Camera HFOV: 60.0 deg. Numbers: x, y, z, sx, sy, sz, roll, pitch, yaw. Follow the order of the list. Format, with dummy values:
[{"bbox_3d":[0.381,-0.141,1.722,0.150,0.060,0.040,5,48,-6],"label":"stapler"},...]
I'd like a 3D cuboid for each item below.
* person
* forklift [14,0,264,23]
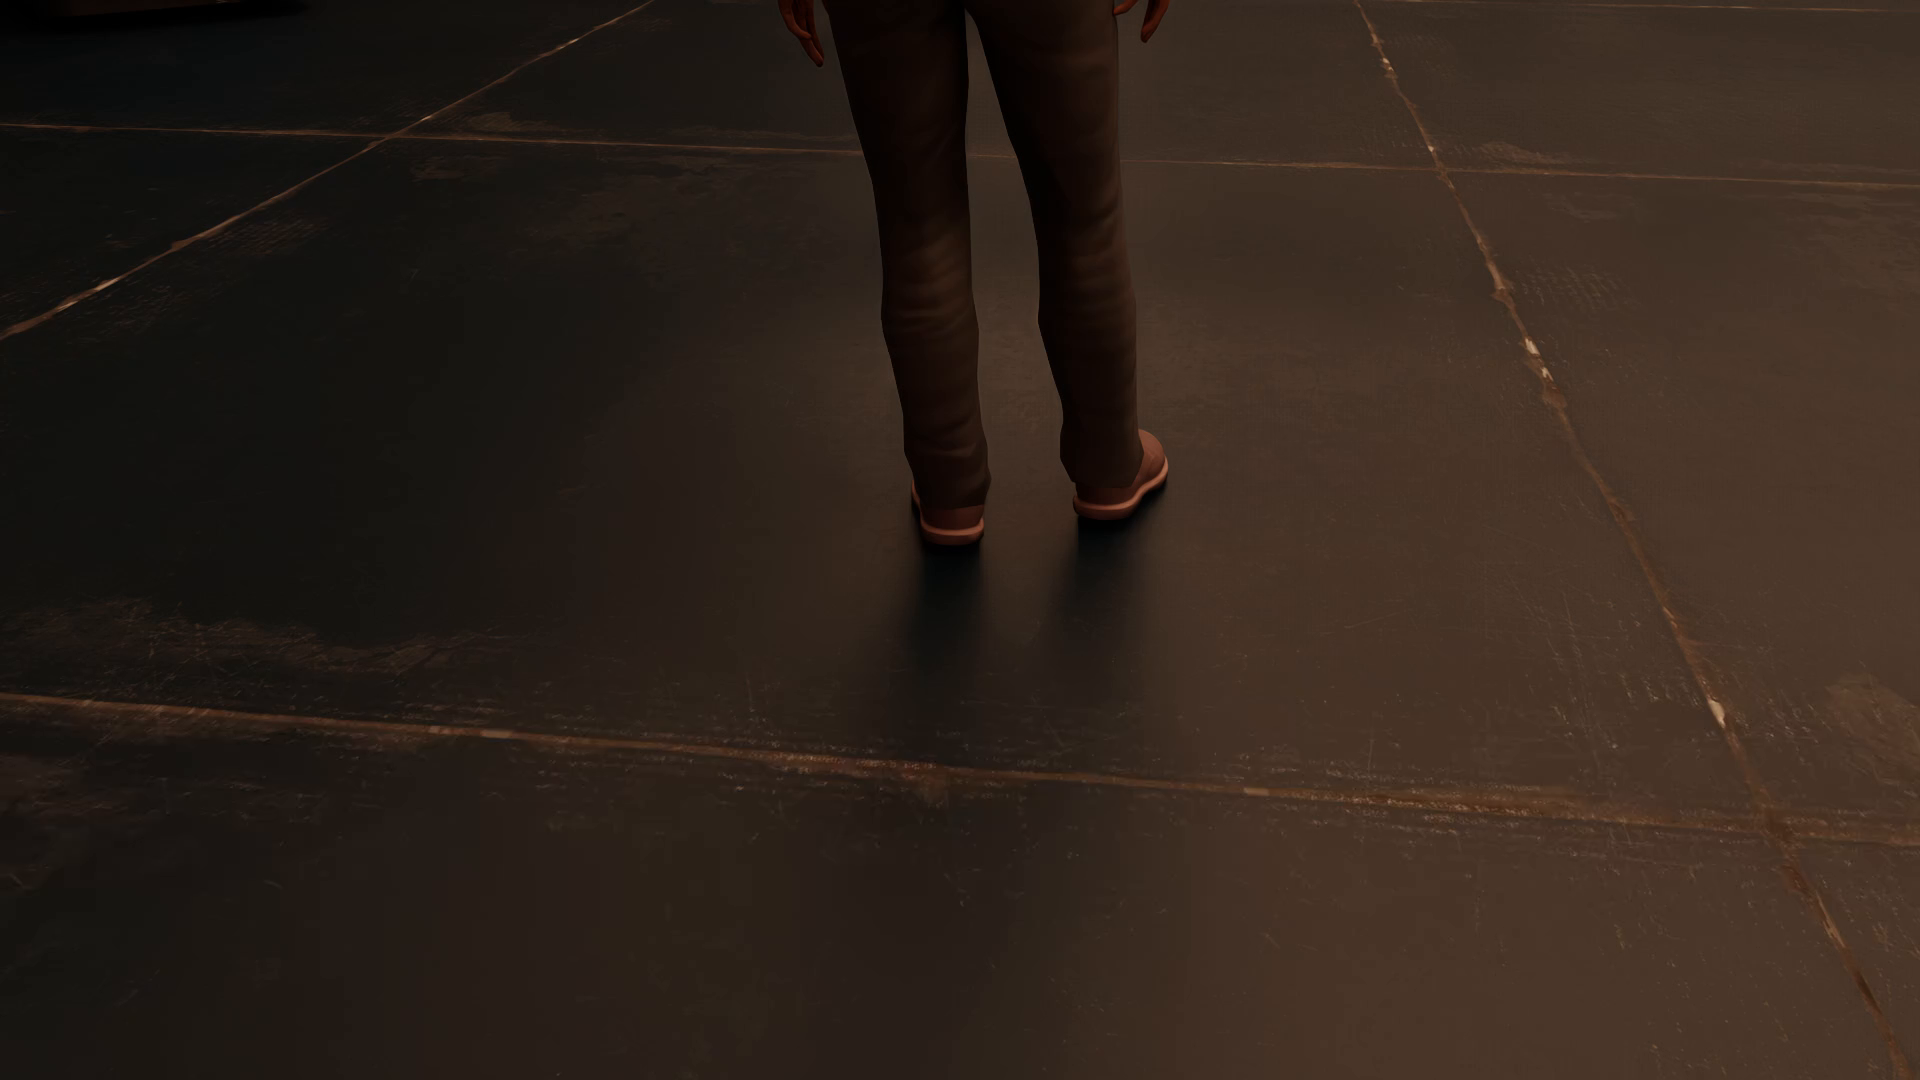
[{"bbox_3d":[0.032,-0.784,2.203,0.569,1.654,0.504,3,27,7],"label":"person"},{"bbox_3d":[-3.876,-3.908,7.051,1.130,2.935,3.031,-17,31,-30],"label":"forklift"}]
